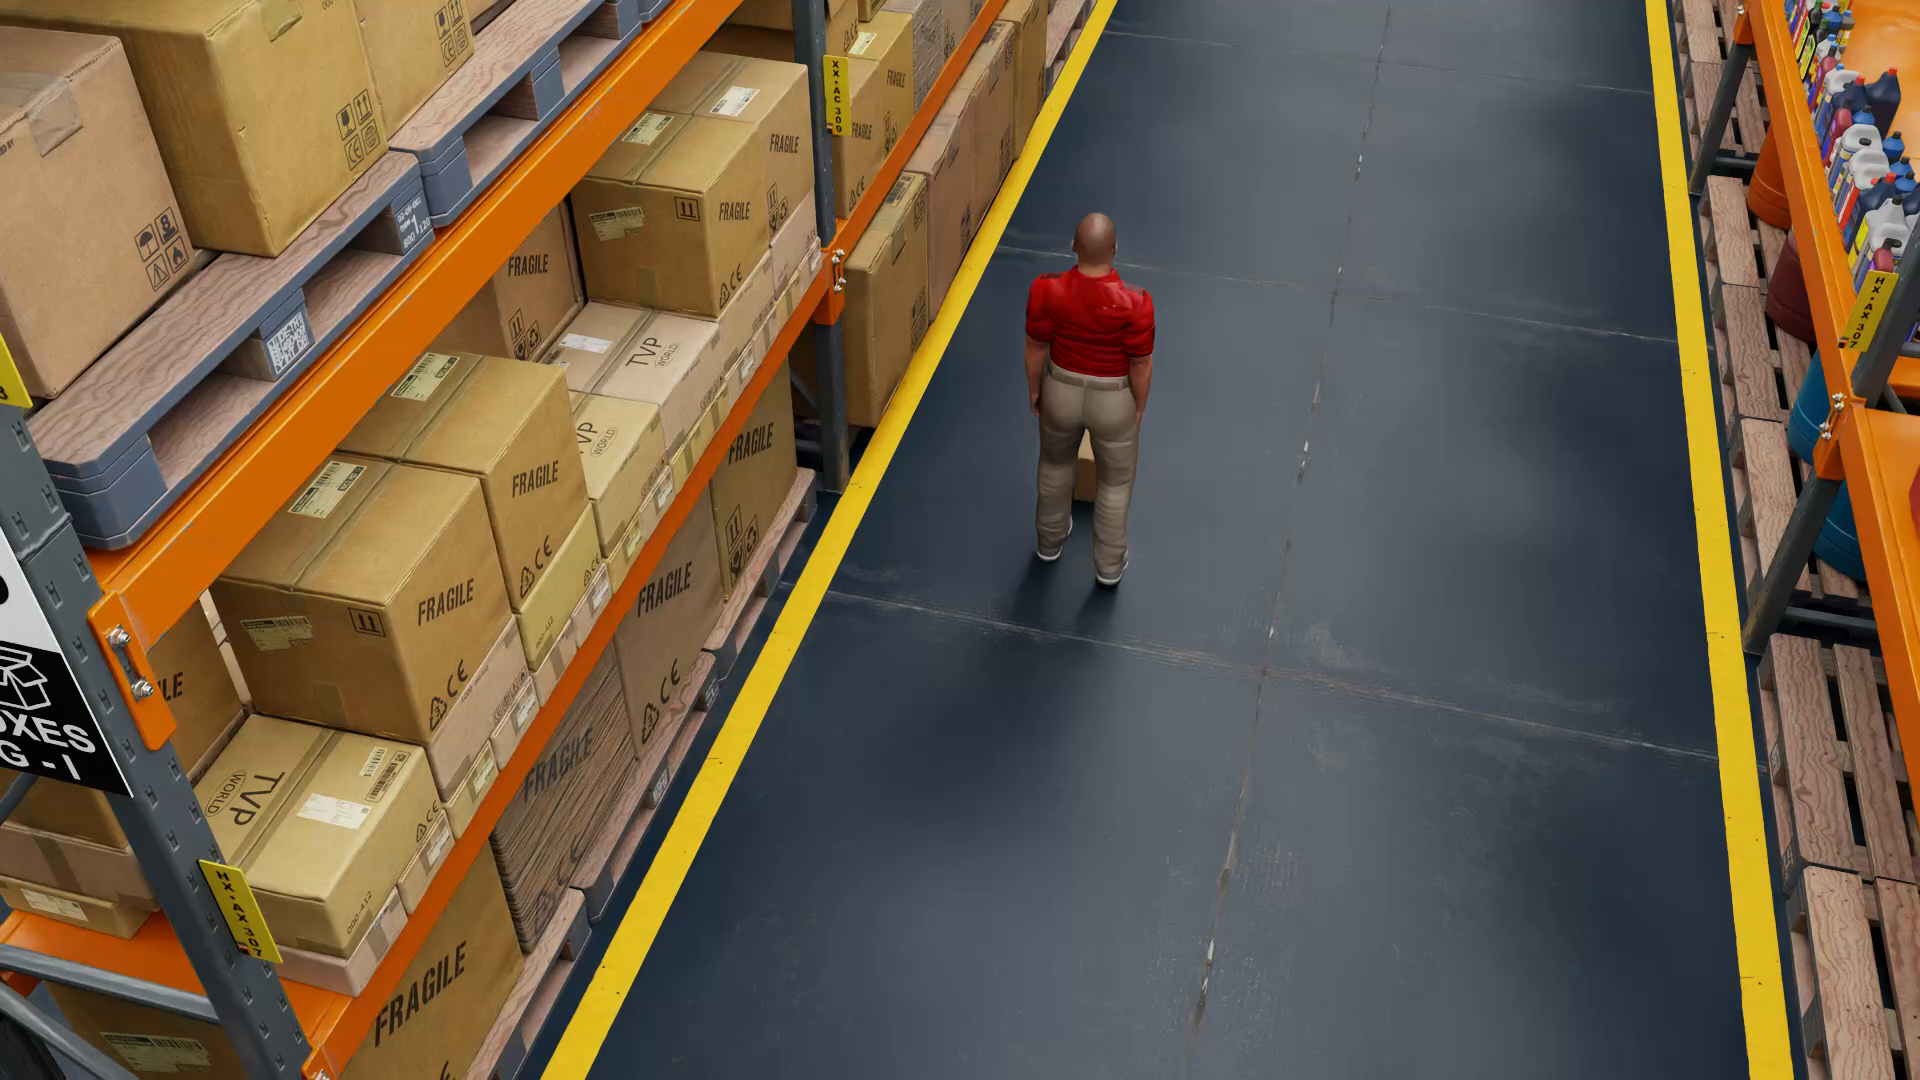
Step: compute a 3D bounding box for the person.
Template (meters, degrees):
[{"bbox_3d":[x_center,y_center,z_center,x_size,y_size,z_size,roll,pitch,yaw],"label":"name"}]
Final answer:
[{"bbox_3d":[0.531,-0.591,6.877,0.525,1.744,0.415,11,42,12],"label":"person"}]
